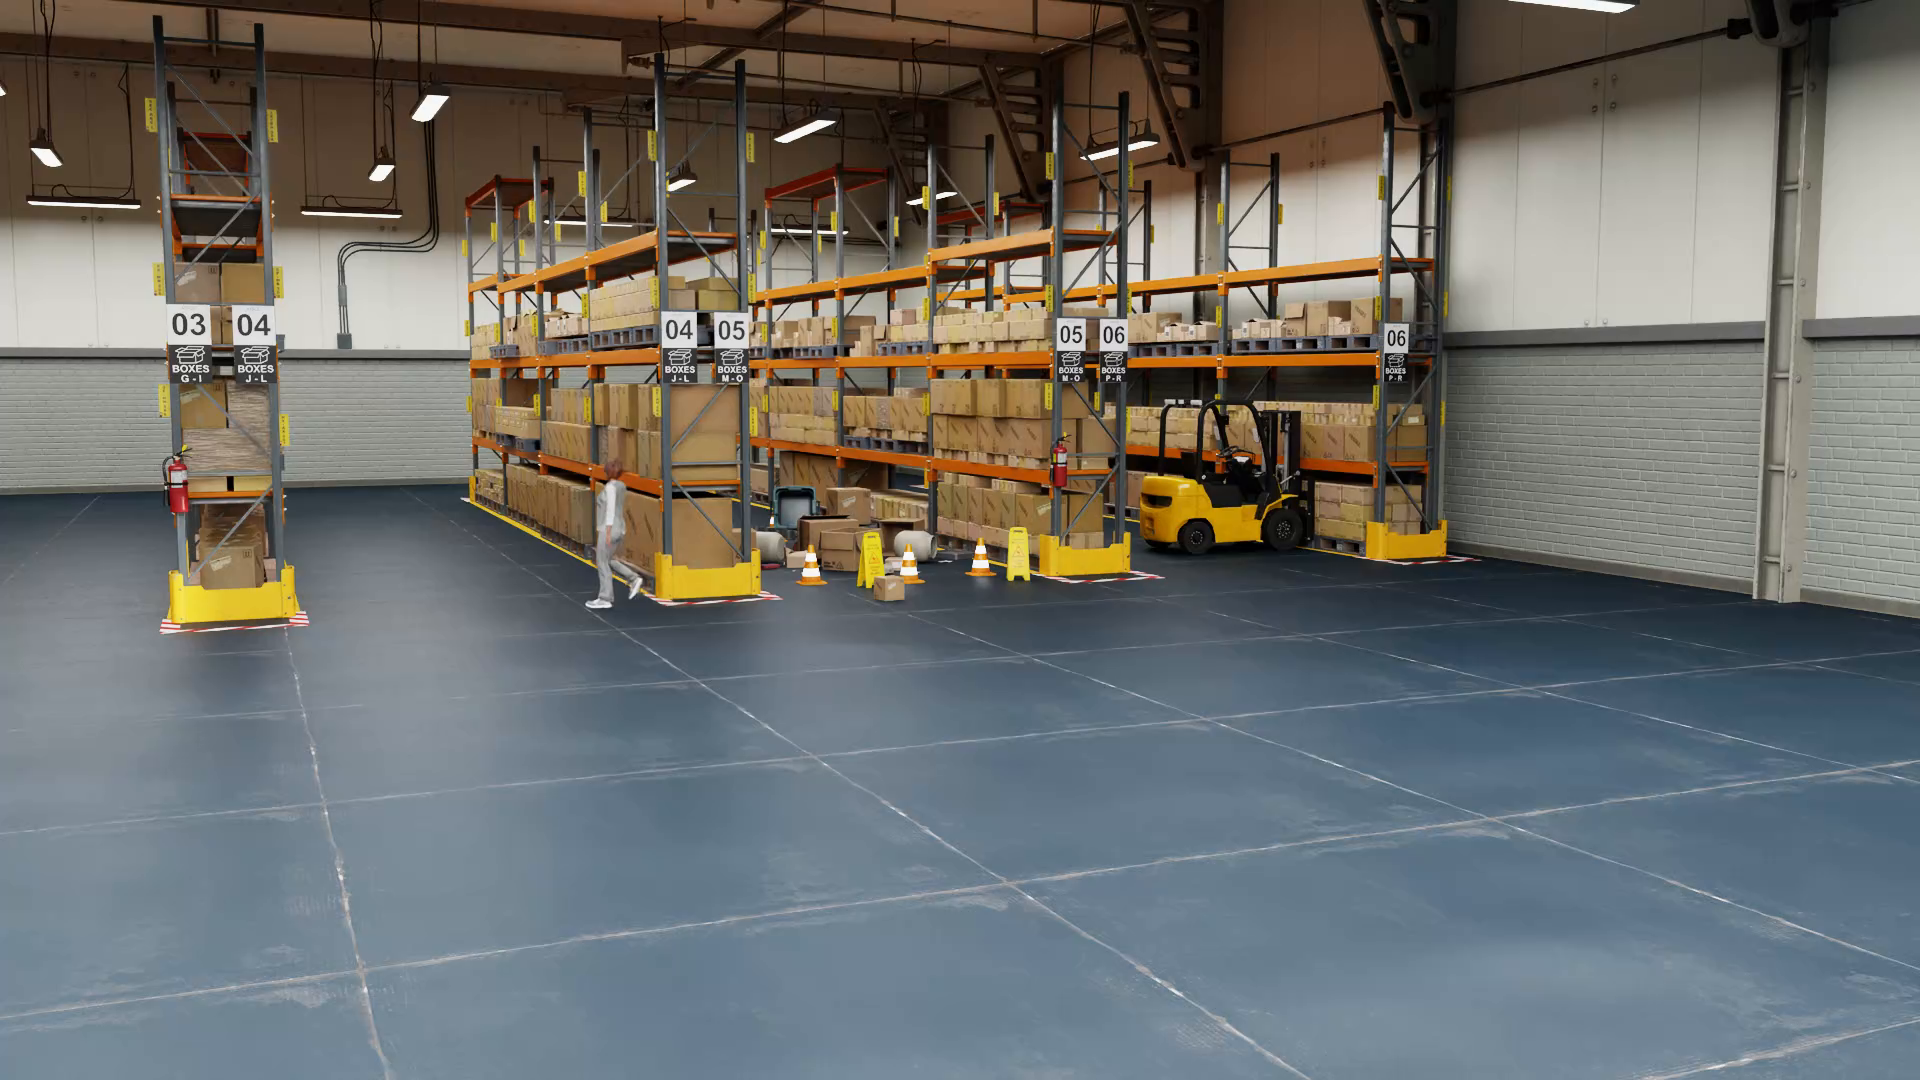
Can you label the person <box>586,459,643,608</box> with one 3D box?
[{"bbox_3d":[-3.685,-0.069,17.717,0.582,1.577,0.436,1,6,7],"label":"person"}]
